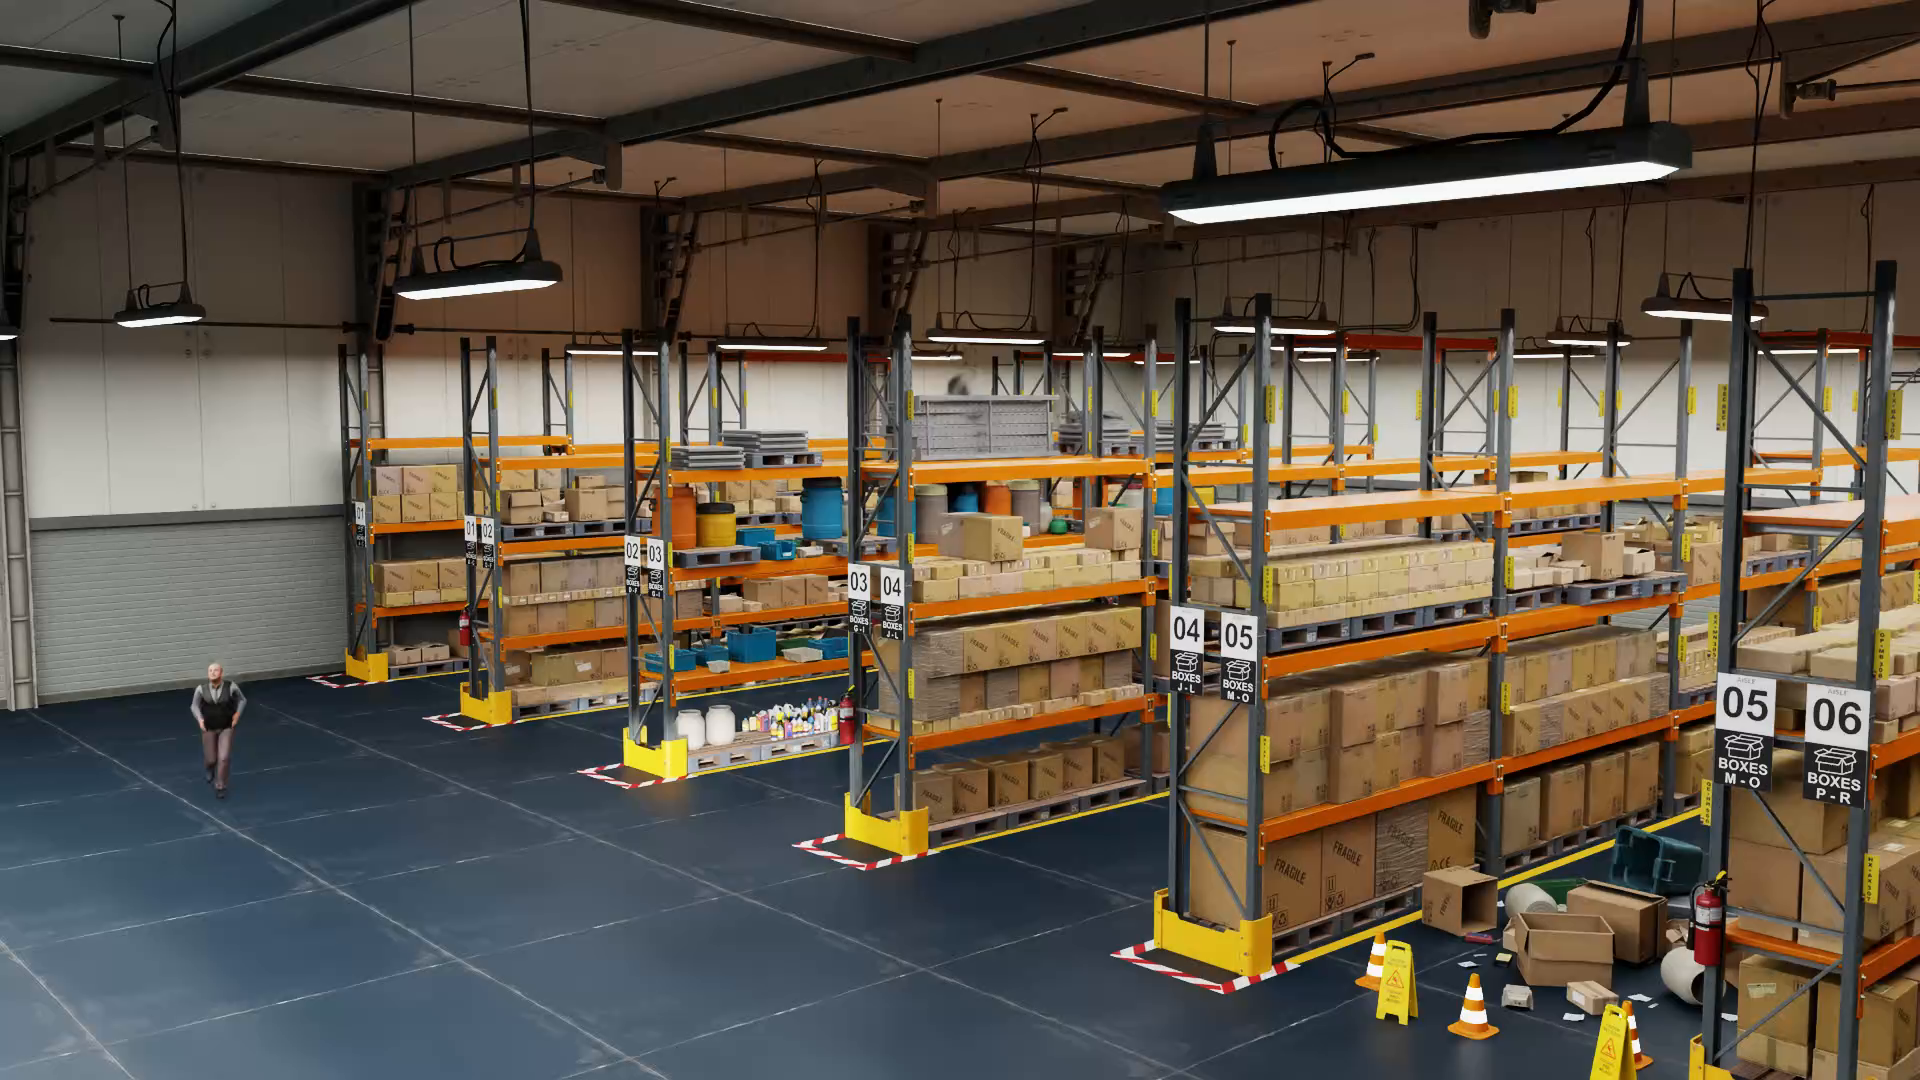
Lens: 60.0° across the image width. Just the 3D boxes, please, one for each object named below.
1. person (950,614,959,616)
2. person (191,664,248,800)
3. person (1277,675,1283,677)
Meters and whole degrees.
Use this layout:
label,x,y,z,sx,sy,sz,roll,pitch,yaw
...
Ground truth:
label,x,y,z,sx,sy,sz,roll,pitch,yaw
person,-0.318,1.459,28.338,0.886,1.797,0.675,-4,7,-38
person,-9.500,2.422,21.351,0.667,1.710,0.723,-2,5,-19
person,3.906,2.493,20.038,0.680,1.728,0.794,5,7,42
